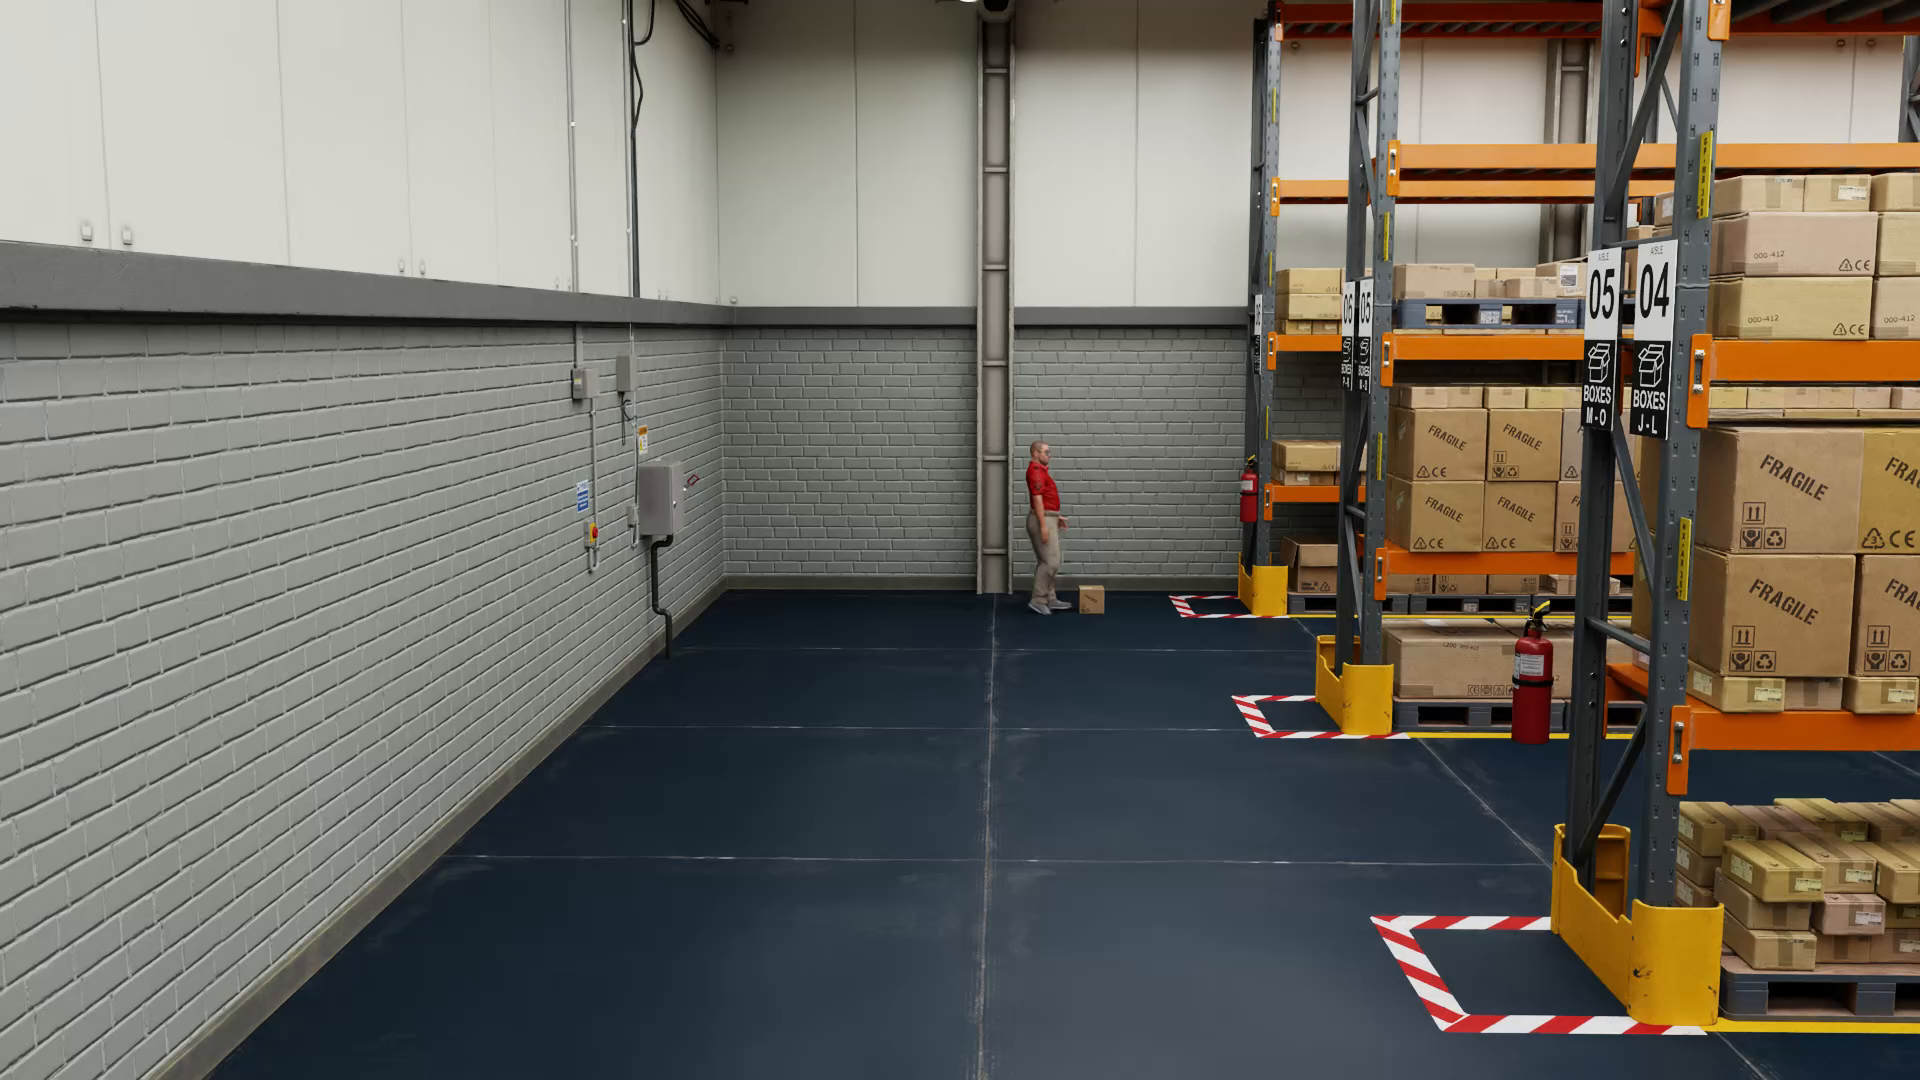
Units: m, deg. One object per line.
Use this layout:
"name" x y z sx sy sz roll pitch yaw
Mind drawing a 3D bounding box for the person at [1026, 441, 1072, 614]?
"person" 0.912 -0.099 16.882 0.488 1.812 0.610 0 7 -4
